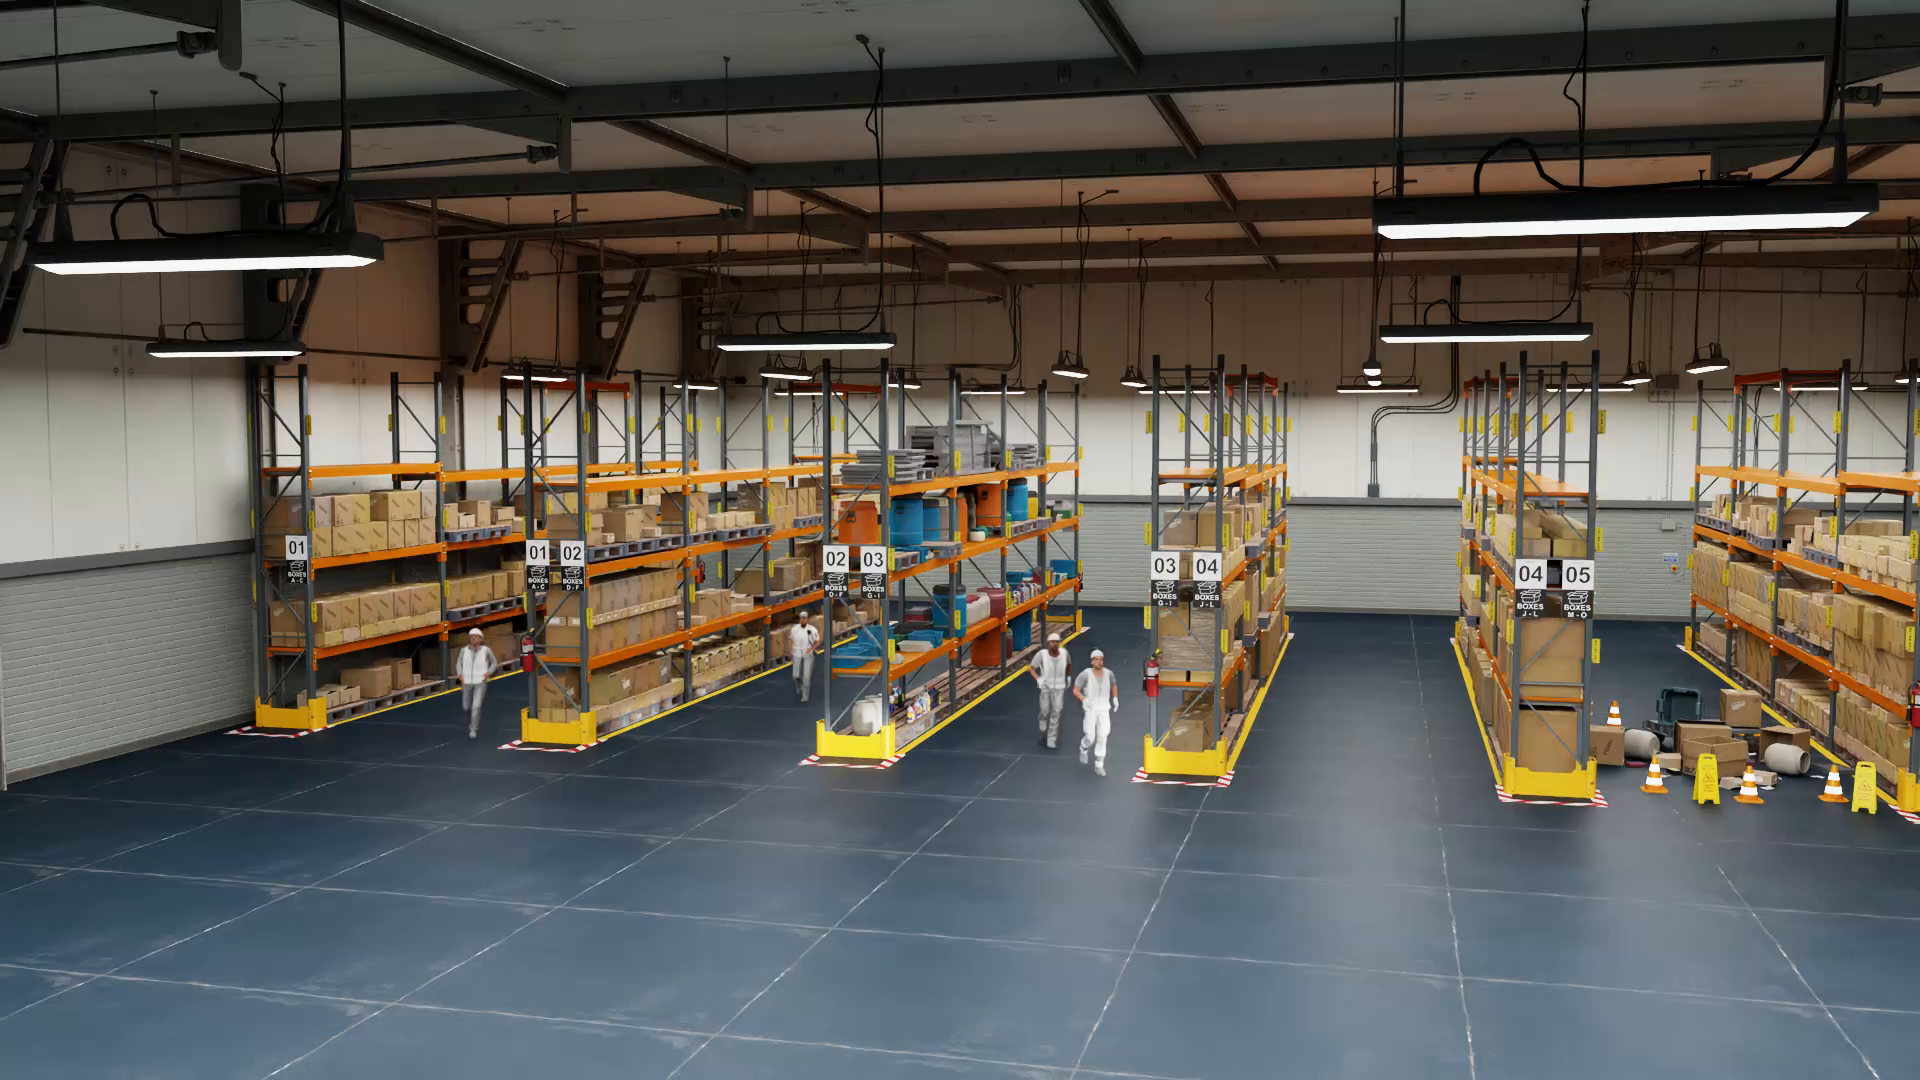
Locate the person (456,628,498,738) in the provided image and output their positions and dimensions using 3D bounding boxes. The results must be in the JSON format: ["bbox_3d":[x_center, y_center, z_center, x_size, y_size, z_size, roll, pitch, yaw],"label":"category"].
[{"bbox_3d":[-7.851,2.300,26.998,0.654,1.741,0.844,0,4,2],"label":"person"}]

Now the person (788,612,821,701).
[{"bbox_3d":[-2.849,2.117,30.263,0.615,1.626,0.546,0,4,5],"label":"person"}]

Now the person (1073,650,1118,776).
[{"bbox_3d":[1.965,2.466,24.021,0.688,1.782,0.784,-1,4,-12],"label":"person"}]

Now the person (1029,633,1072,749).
[{"bbox_3d":[1.437,2.331,26.139,0.707,1.766,0.896,-1,4,-10],"label":"person"}]
